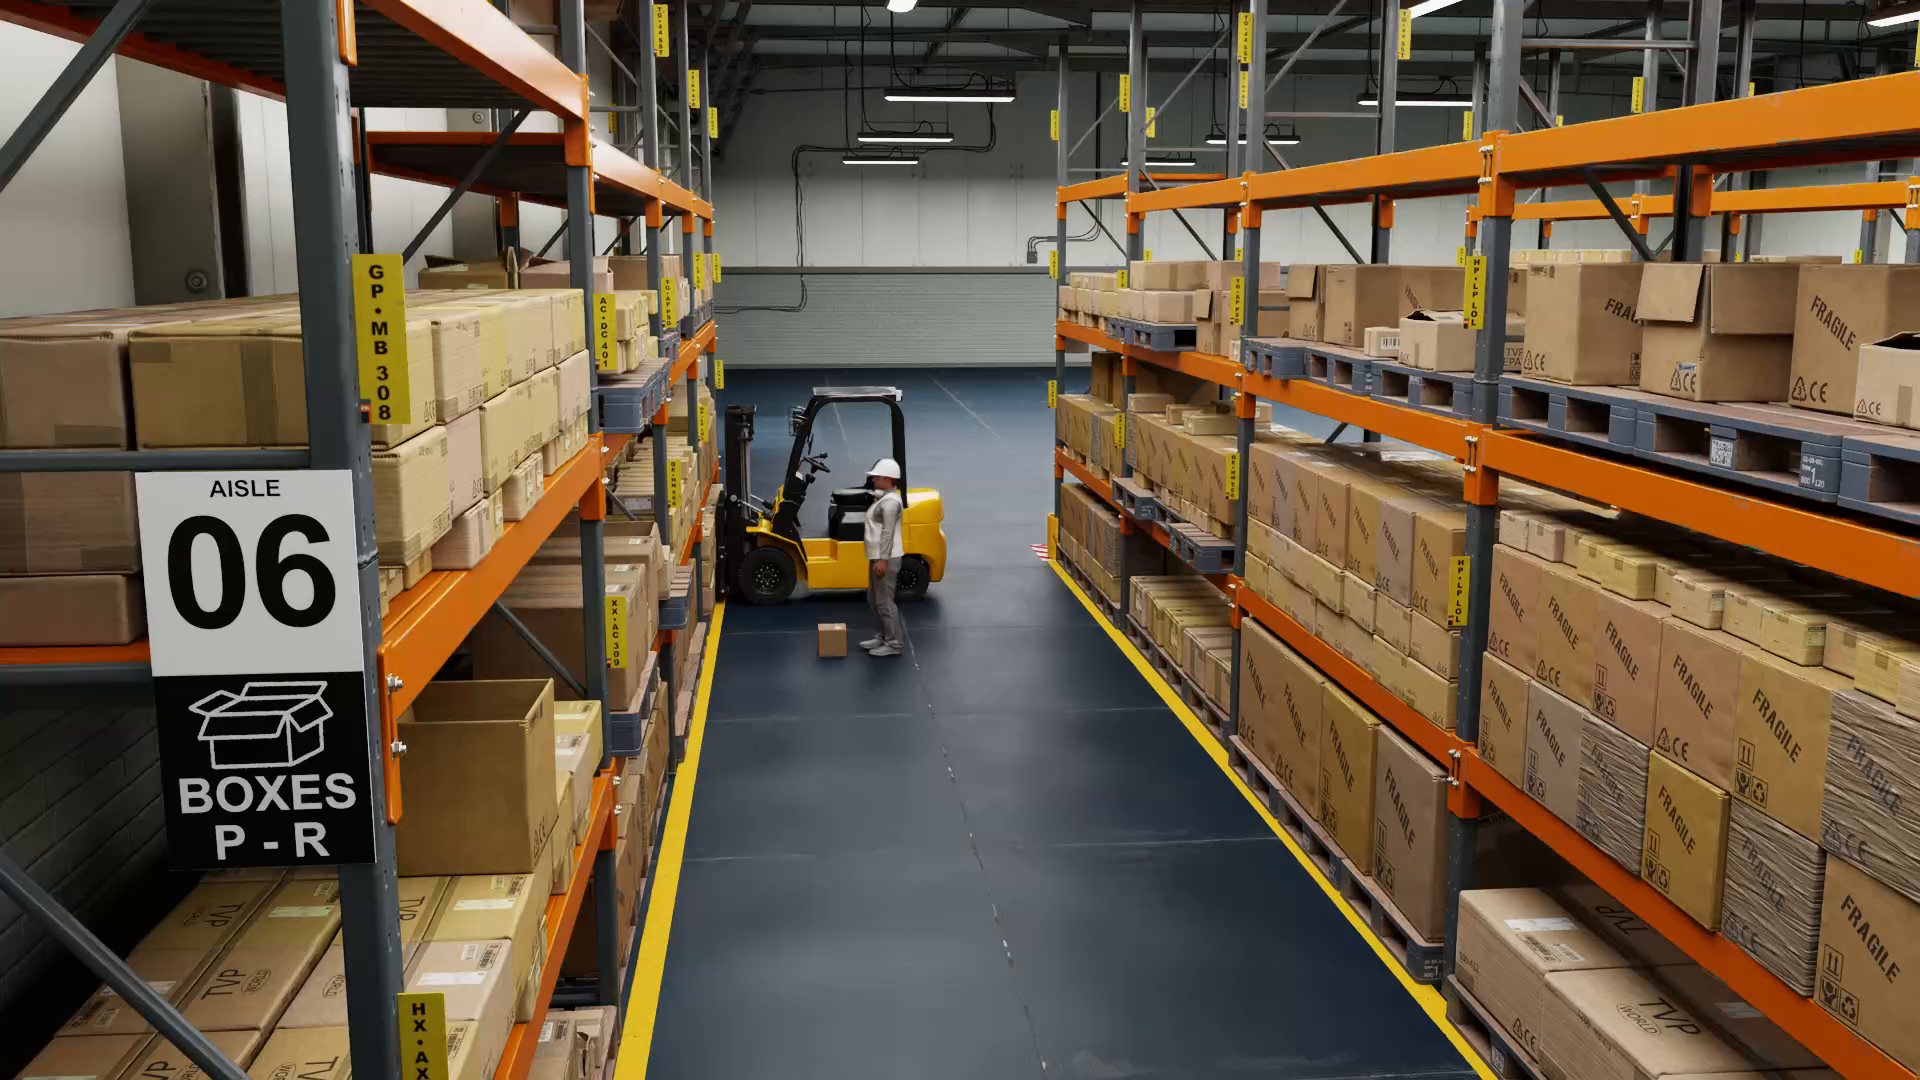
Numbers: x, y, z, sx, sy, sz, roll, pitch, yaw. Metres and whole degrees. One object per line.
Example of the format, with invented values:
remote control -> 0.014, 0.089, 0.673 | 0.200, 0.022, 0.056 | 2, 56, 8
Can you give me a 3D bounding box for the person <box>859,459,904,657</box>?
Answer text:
person -> -0.710, 0.154, 14.956 | 0.407, 1.771, 0.533 | -1, 10, -5
